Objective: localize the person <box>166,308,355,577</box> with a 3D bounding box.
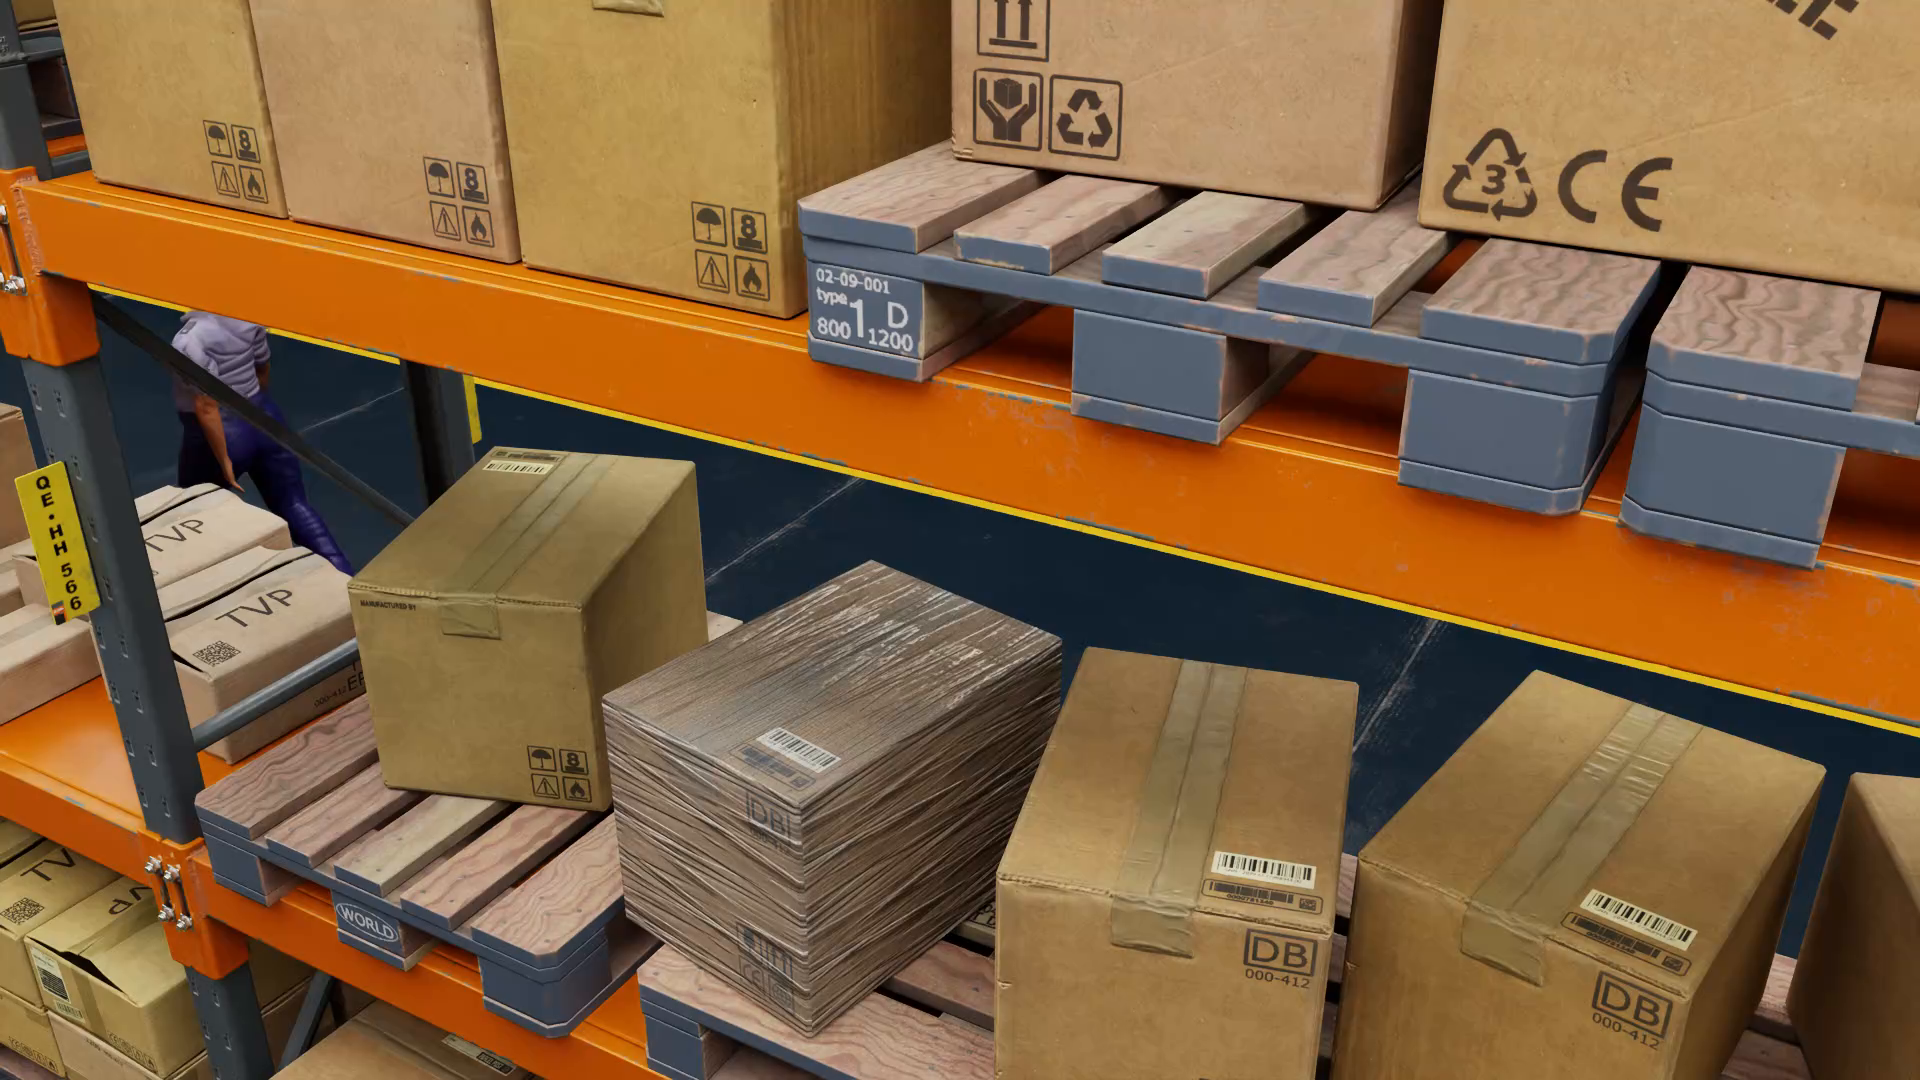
[{"bbox_3d":[-3.052,-0.439,7.028,1.006,1.582,0.473,14,30,26],"label":"person"}]
